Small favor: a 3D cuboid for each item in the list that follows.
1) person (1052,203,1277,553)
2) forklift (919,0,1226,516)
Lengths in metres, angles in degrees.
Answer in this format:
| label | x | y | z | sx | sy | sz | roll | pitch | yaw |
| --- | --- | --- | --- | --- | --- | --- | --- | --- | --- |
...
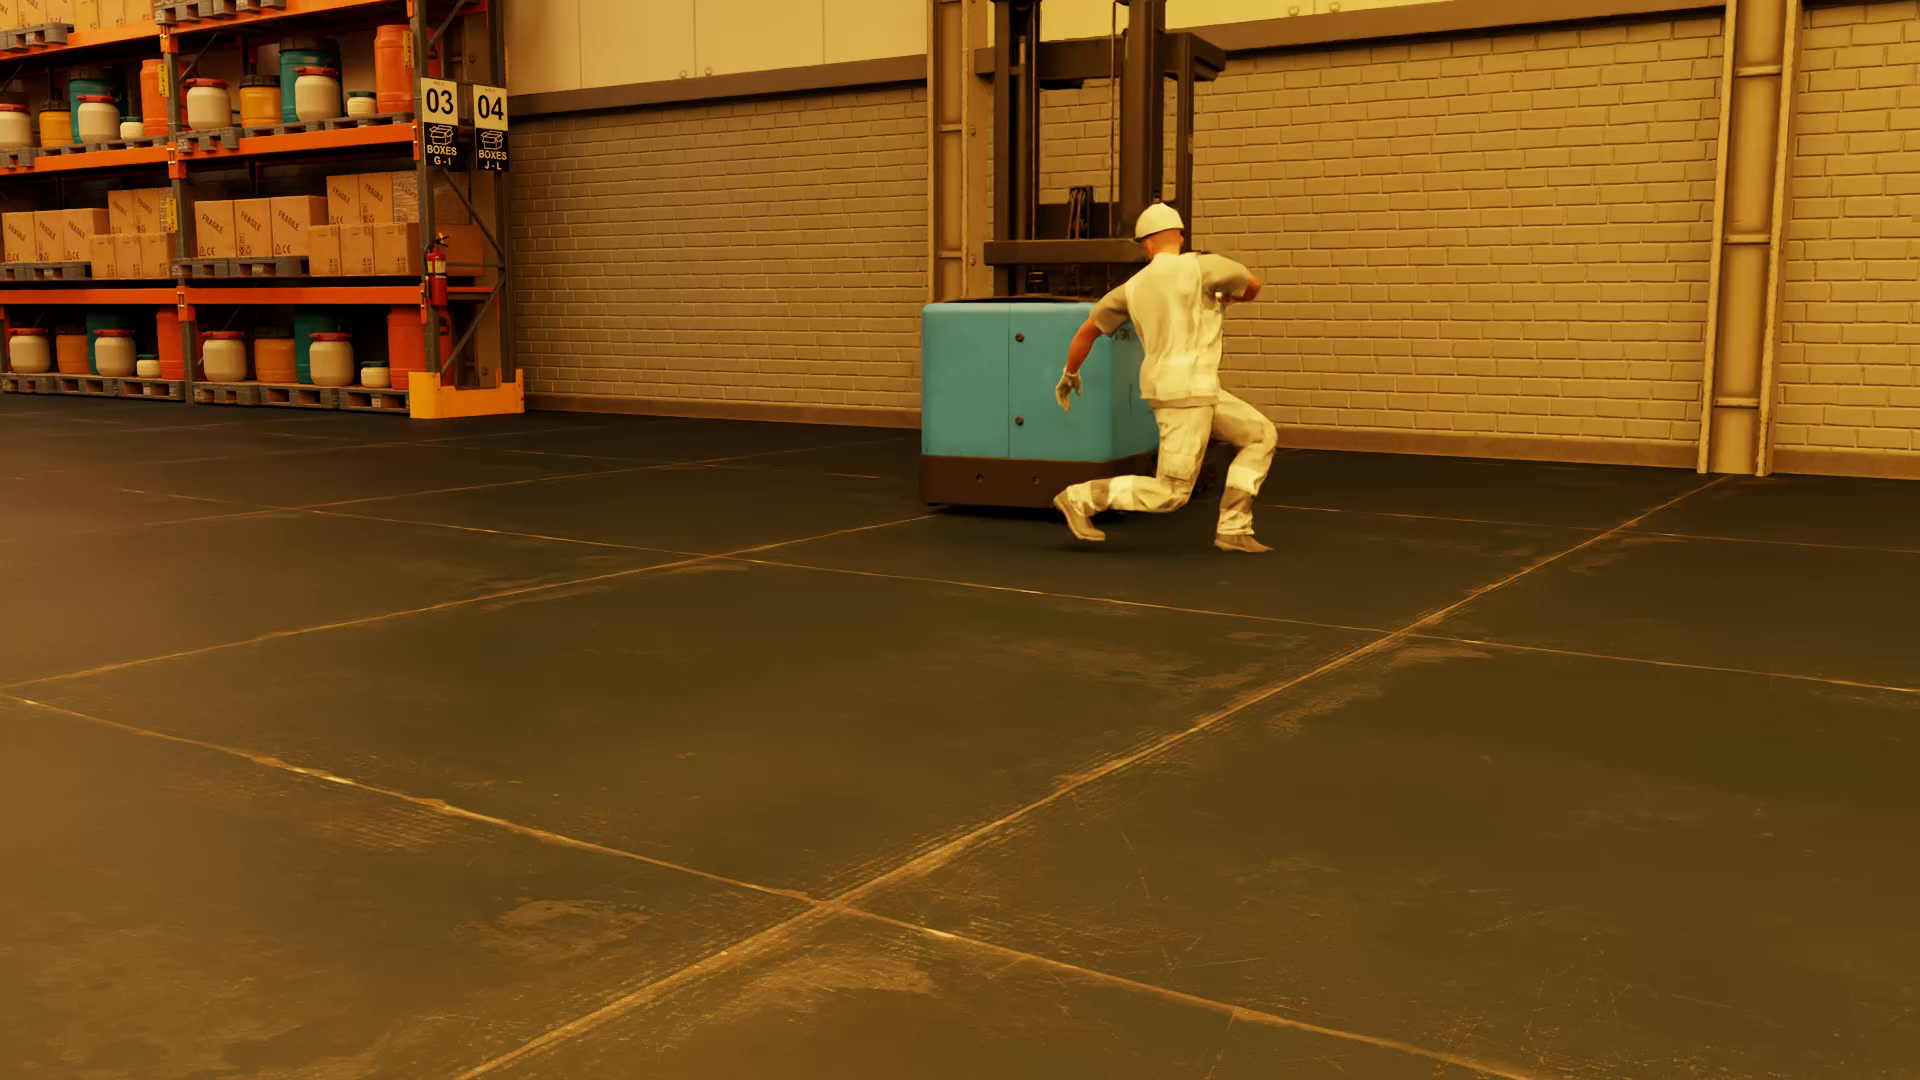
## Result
| label | x | y | z | sx | sy | sz | roll | pitch | yaw |
| --- | --- | --- | --- | --- | --- | --- | --- | --- | --- |
| person | 0.883 | -0.691 | 7.290 | 0.973 | 1.541 | 0.744 | -2 | 8 | -11 |
| forklift | 0.844 | -1.740 | 9.431 | 1.130 | 2.935 | 3.031 | 4 | 9 | 23 |
